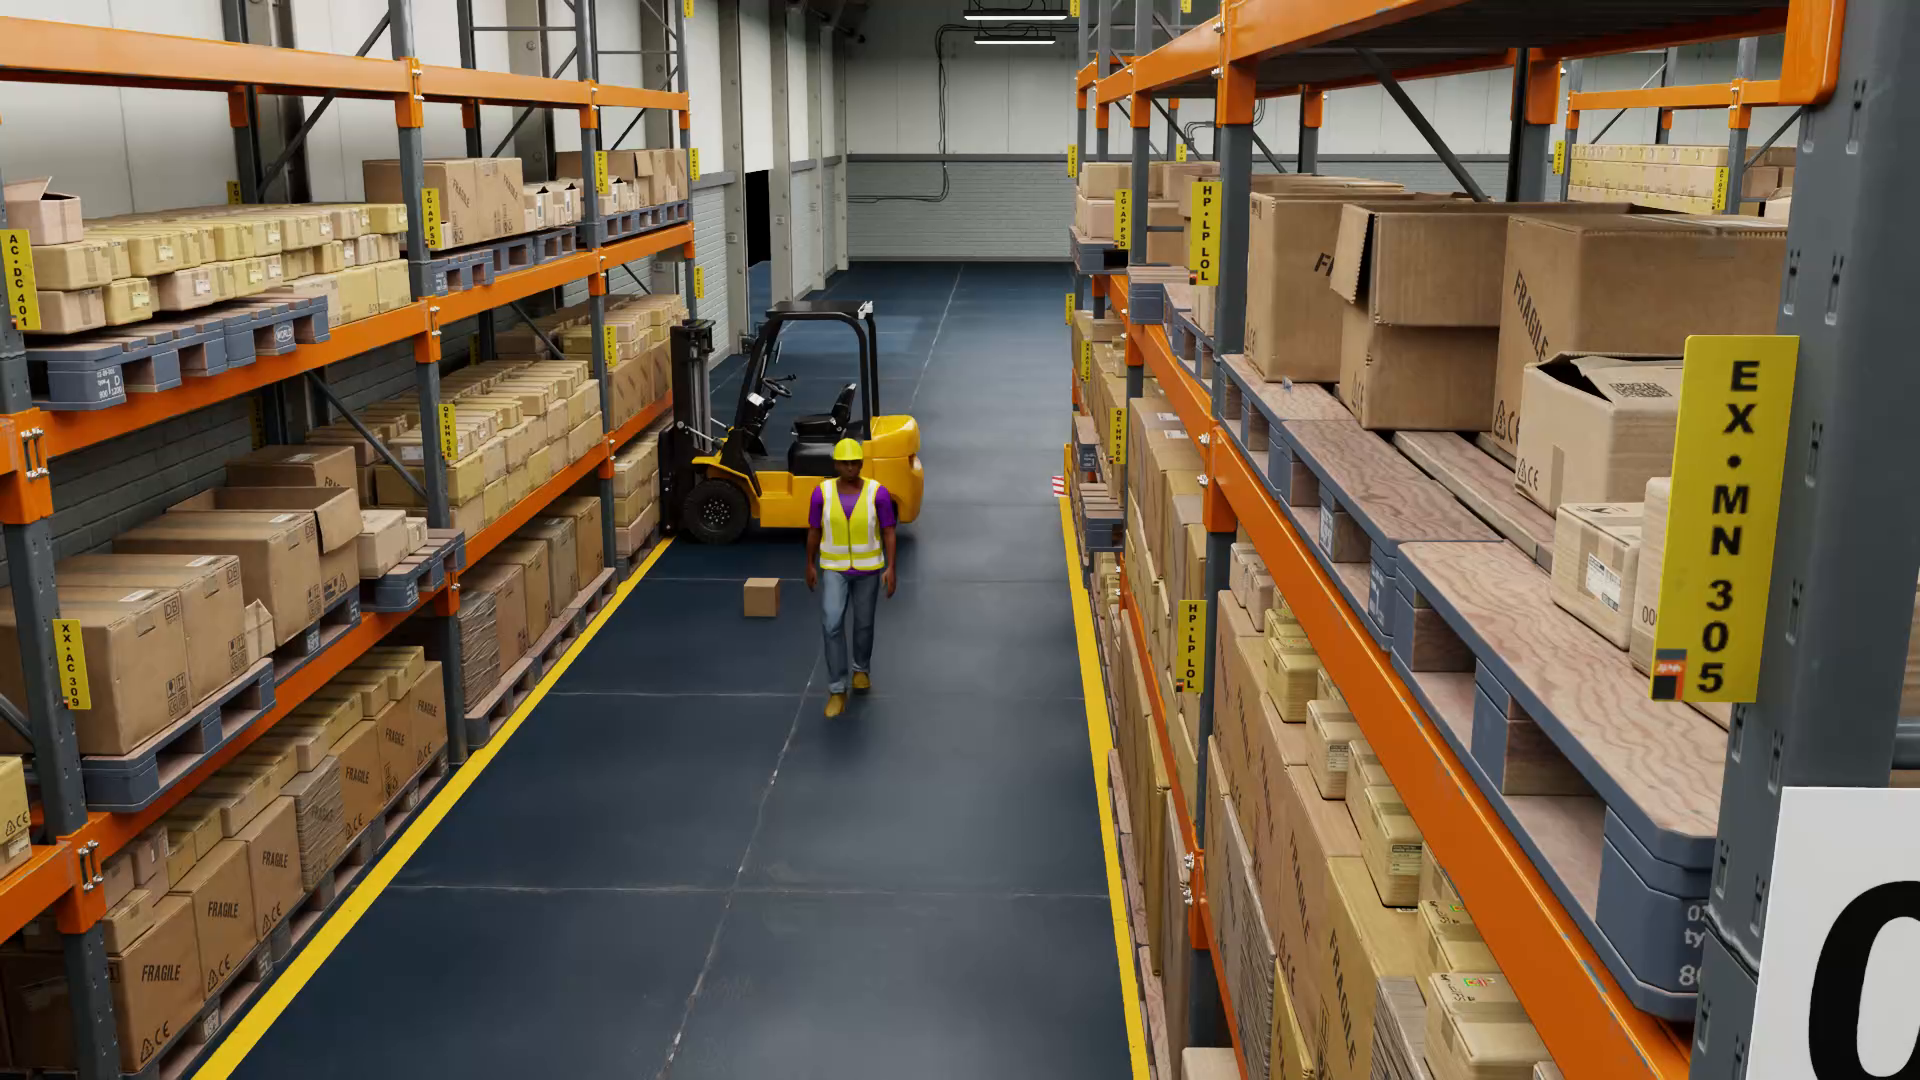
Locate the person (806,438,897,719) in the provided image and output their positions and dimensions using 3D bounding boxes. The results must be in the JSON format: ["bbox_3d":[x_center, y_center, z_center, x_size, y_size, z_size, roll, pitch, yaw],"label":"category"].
[{"bbox_3d":[-0.719,0.232,11.036,0.611,1.807,0.716,-1,14,-5],"label":"person"}]
